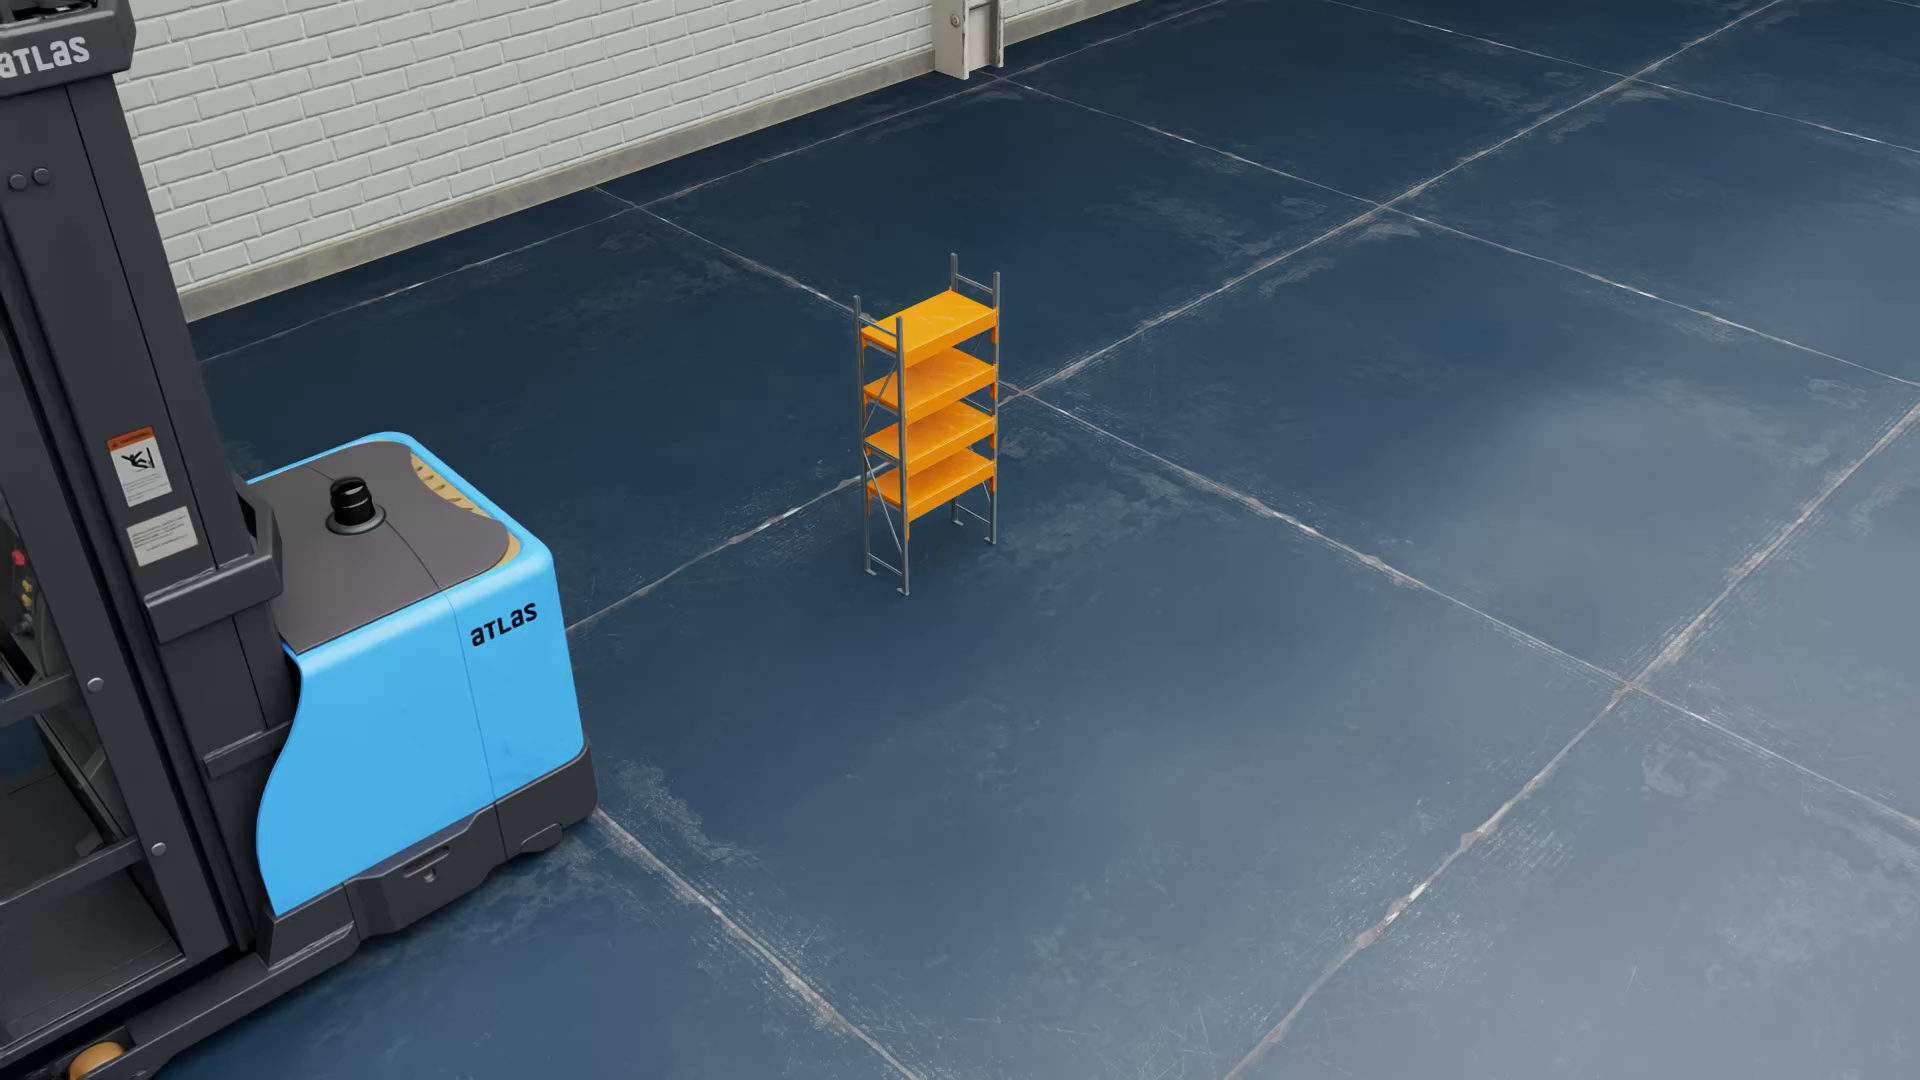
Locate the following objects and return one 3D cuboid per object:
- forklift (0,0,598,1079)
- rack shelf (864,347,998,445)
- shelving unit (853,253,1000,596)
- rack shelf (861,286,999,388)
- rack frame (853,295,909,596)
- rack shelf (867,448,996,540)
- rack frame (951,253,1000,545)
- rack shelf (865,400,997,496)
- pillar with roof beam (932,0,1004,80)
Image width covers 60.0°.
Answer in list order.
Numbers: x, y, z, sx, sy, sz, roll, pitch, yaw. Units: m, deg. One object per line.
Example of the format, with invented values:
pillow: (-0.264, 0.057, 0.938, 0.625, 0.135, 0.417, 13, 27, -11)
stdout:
forklift: (-2.605, 0.074, 4.081, 3.031, 2.935, 1.130, -28, 43, -34)
rack shelf: (-0.117, -0.553, 6.221, 0.258, 0.148, 0.480, 30, 45, 35)
shelving unit: (-0.117, -0.425, 6.310, 0.258, 1.200, 0.503, 30, 45, 35)
rack shelf: (-0.117, -0.747, 6.086, 0.258, 0.148, 0.480, 30, 45, 35)
rack frame: (-0.289, -0.326, 6.168, 0.240, 1.200, 0.015, 30, 45, 35)
rack shelf: (-0.117, -0.207, 6.462, 0.258, 0.148, 0.480, 30, 45, 35)
rack frame: (0.055, -0.524, 6.452, 0.240, 1.200, 0.015, 30, 45, 35)
rack shelf: (-0.117, -0.370, 6.349, 0.258, 0.148, 0.480, 30, 45, 35)
pillar with roof beam: (3.109, -5.195, 6.333, 9.100, 9.000, 0.400, 30, 45, 35)
